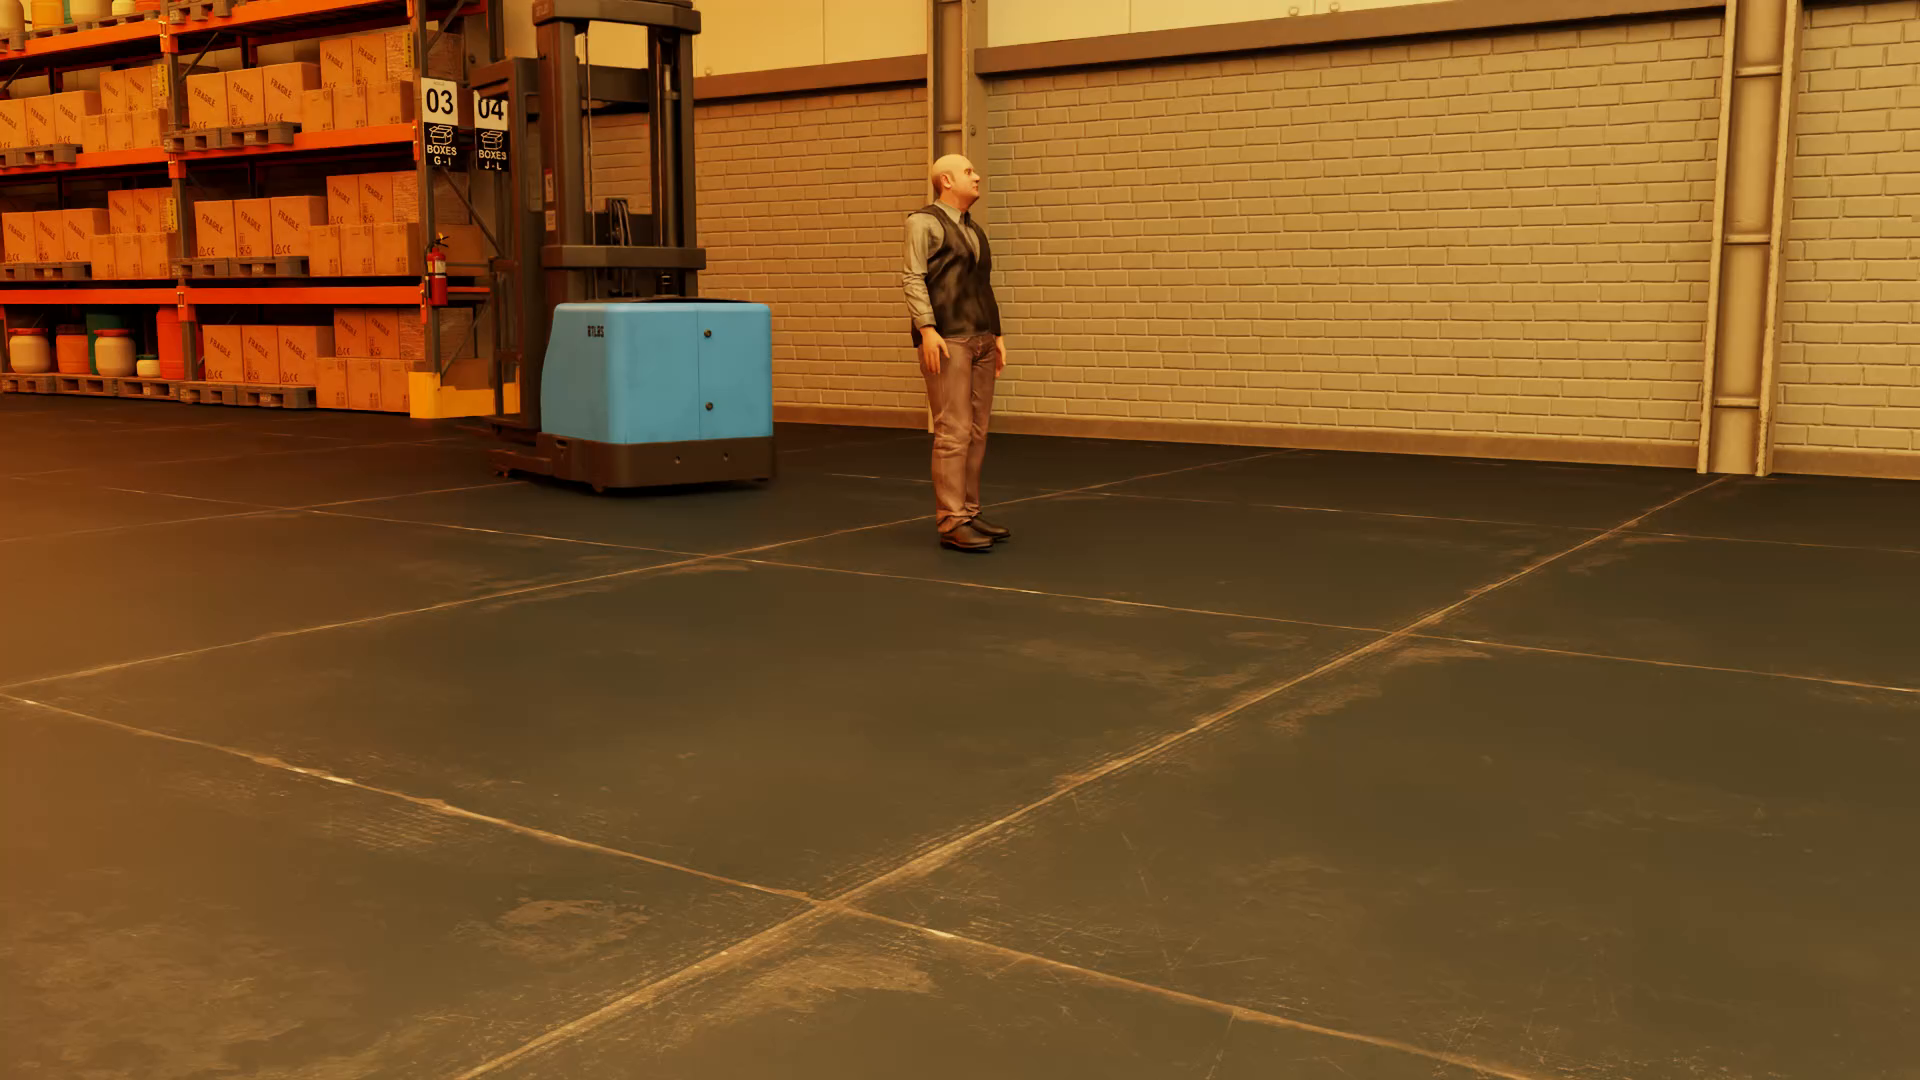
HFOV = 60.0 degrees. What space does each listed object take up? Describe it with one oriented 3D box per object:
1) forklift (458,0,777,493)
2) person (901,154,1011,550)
[{"bbox_3d":[-2.338,-1.875,10.378,1.130,2.935,3.031,-6,10,-35],"label":"forklift"},{"bbox_3d":[0.048,-0.853,7.441,0.566,1.722,0.633,5,10,34],"label":"person"}]
